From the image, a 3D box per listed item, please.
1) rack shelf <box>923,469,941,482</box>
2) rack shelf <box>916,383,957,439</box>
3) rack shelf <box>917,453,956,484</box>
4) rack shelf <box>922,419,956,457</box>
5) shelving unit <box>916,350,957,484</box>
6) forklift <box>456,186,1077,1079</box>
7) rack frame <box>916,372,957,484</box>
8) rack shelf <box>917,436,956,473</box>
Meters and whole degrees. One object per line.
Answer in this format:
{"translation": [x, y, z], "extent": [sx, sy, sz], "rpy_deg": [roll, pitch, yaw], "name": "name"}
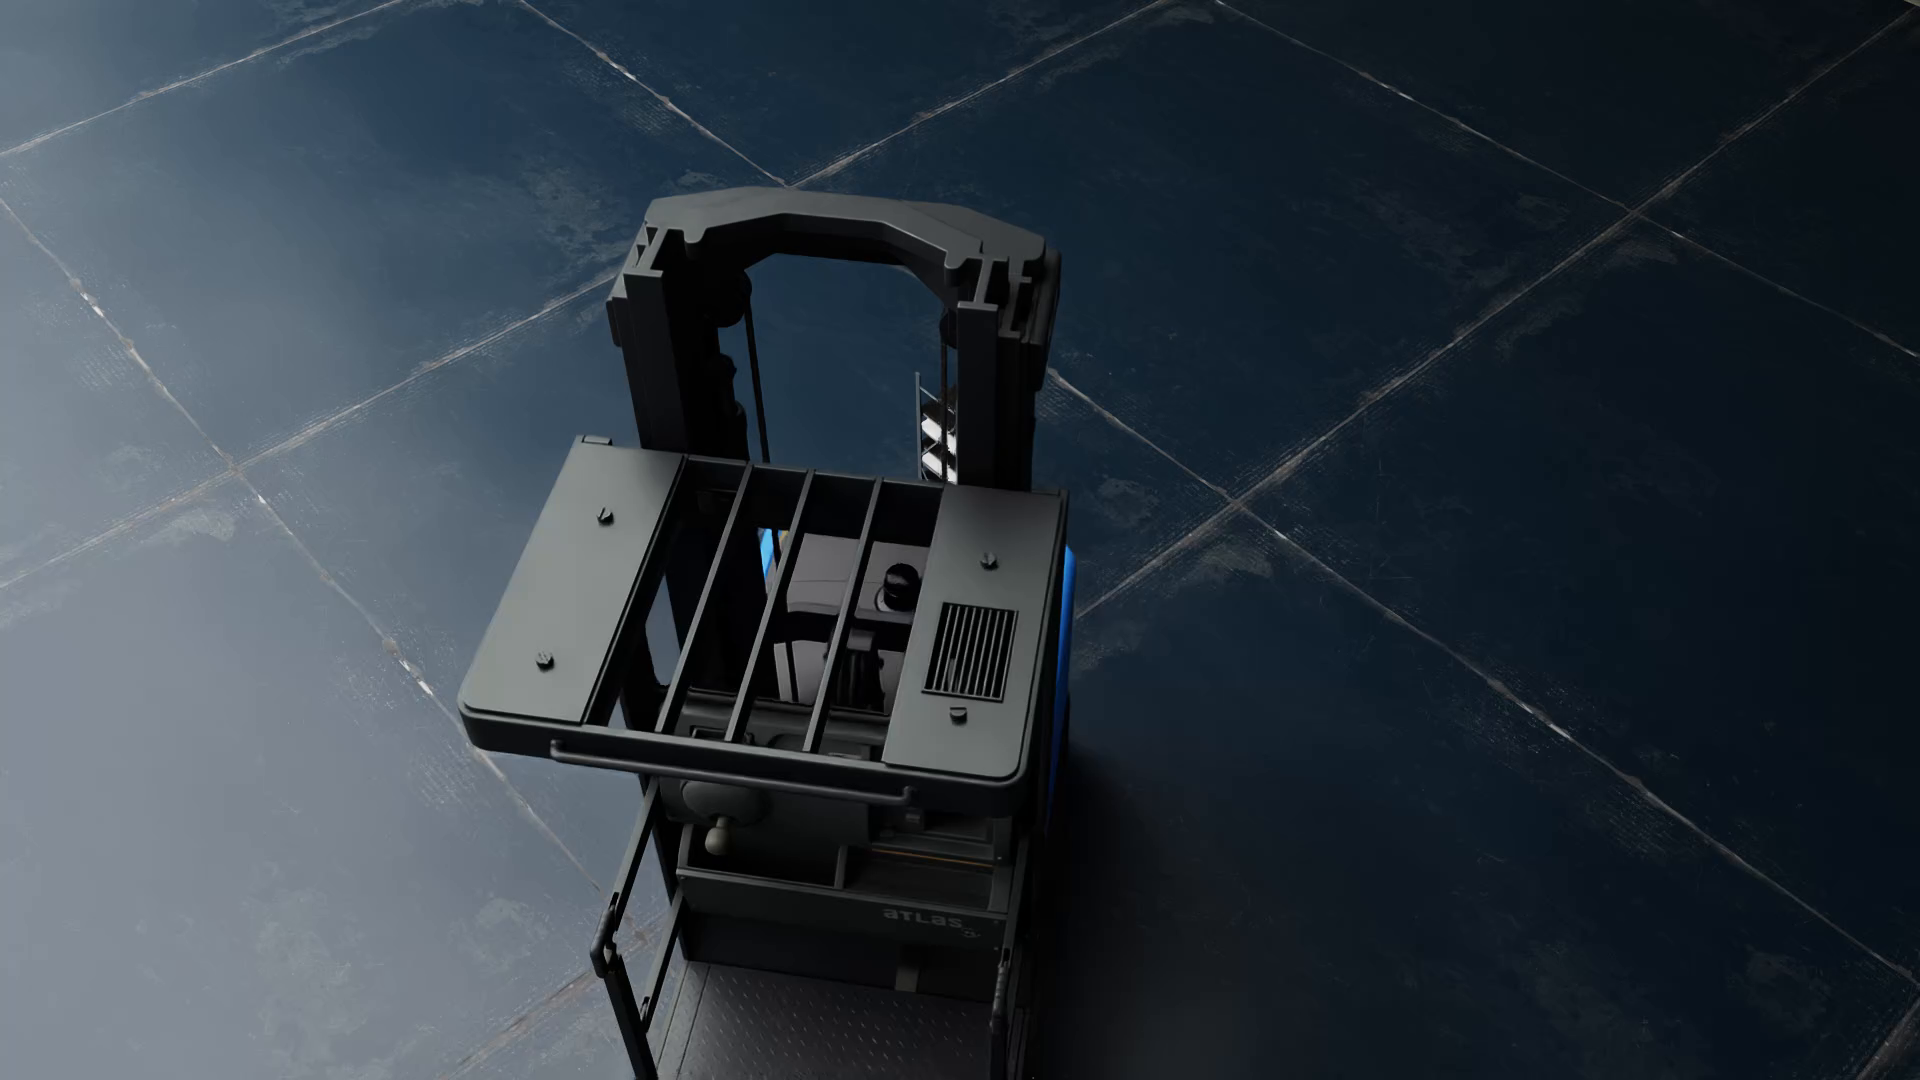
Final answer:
{"translation": [-0.006, -0.218, 6.559], "extent": [0.200, 0.077, 0.258], "rpy_deg": [-34, 56, -27], "name": "rack shelf"}
{"translation": [-0.006, -0.462, 6.295], "extent": [0.200, 0.077, 0.258], "rpy_deg": [-34, 56, -27], "name": "rack shelf"}
{"translation": [-0.006, -0.279, 6.493], "extent": [0.200, 0.077, 0.258], "rpy_deg": [-34, 56, -27], "name": "rack shelf"}
{"translation": [-0.006, -0.401, 6.361], "extent": [0.200, 0.077, 0.258], "rpy_deg": [-34, 56, -27], "name": "rack shelf"}
{"translation": [-0.006, -0.301, 6.469], "extent": [0.210, 0.900, 0.258], "rpy_deg": [-34, 56, -27], "name": "shelving unit"}
{"translation": [-0.350, 0.749, 4.118], "extent": [1.130, 2.935, 3.031], "rpy_deg": [7, 48, 6], "name": "forklift"}
{"translation": [-0.081, -0.251, 6.422], "extent": [0.006, 0.900, 0.240], "rpy_deg": [-34, 56, -27], "name": "rack frame"}
{"translation": [-0.006, -0.340, 6.427], "extent": [0.200, 0.077, 0.258], "rpy_deg": [-34, 56, -27], "name": "rack shelf"}
